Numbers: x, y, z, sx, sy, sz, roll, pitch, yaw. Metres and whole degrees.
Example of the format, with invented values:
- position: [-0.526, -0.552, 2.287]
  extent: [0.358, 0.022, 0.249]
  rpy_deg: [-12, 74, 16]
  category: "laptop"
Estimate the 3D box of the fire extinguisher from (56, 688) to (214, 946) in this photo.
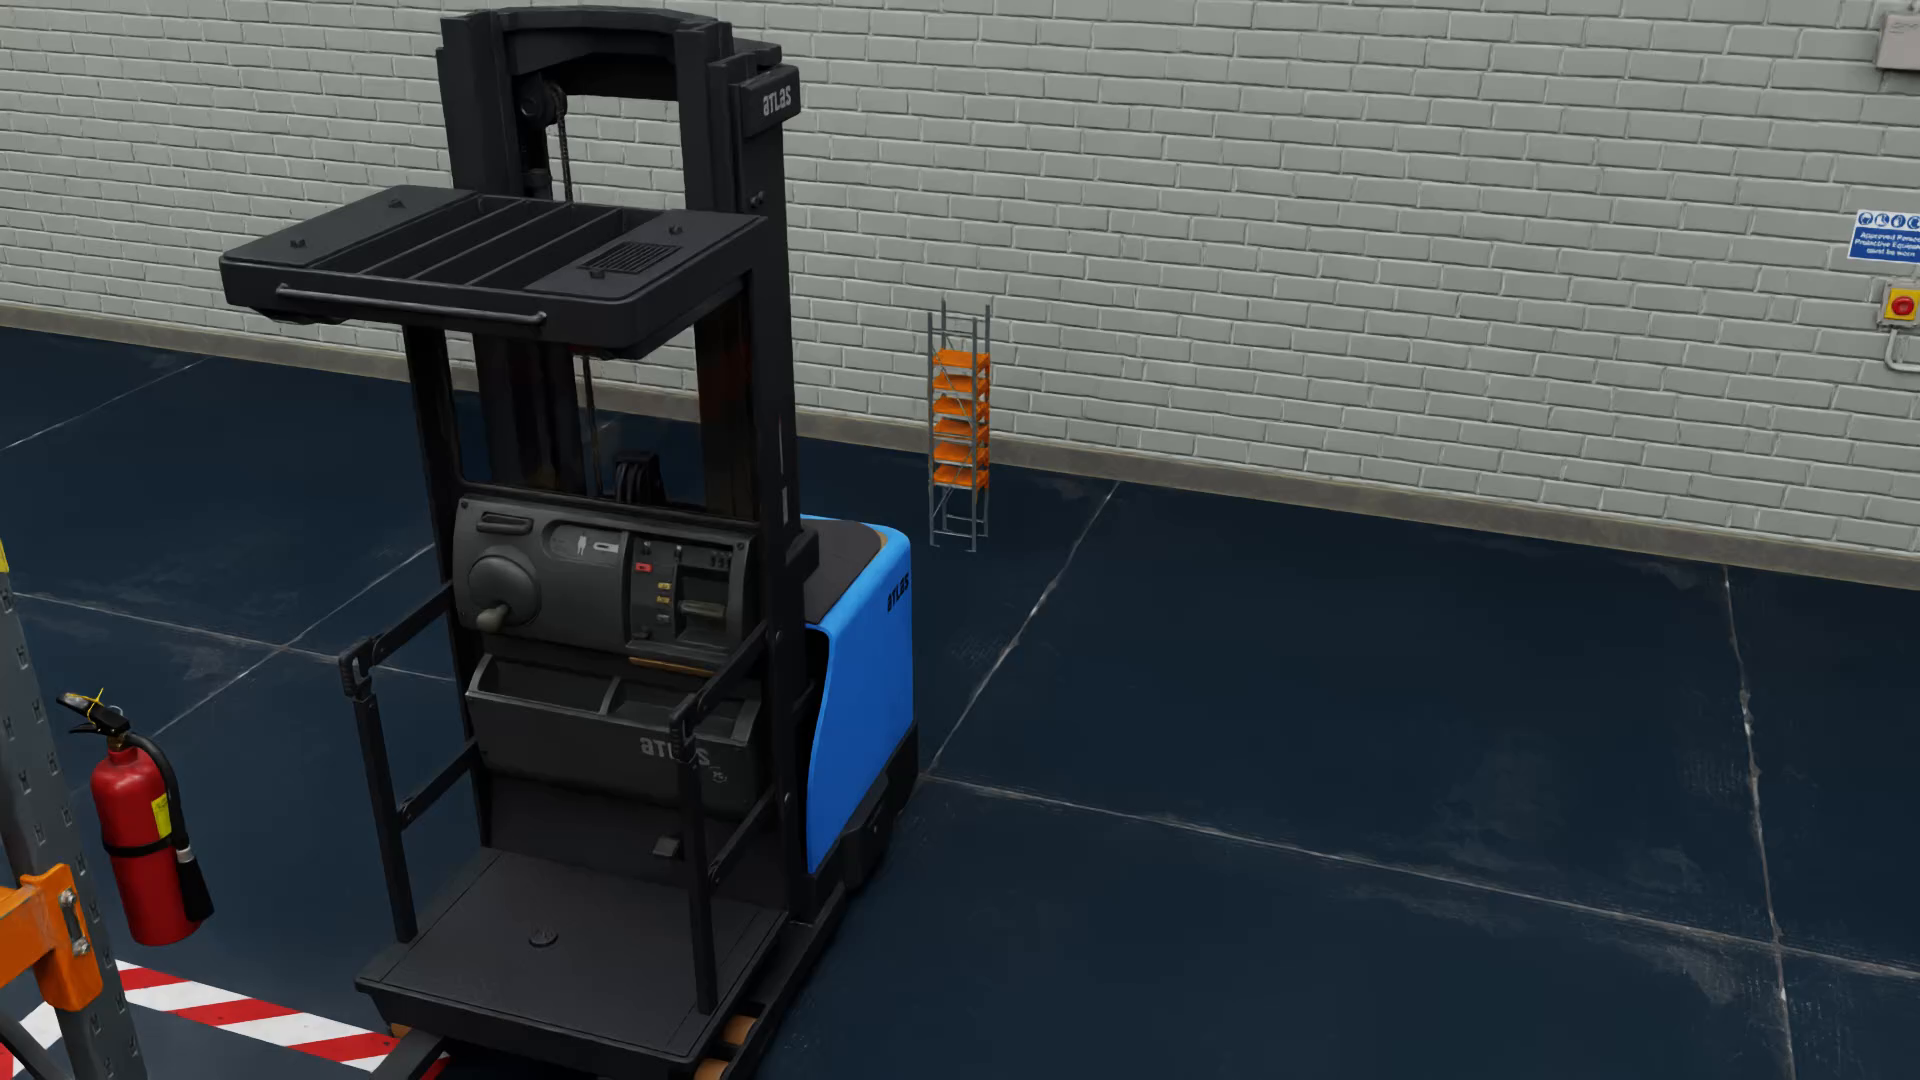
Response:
- position: [-1.963, 0.653, 3.976]
  extent: [0.296, 0.674, 0.183]
  rpy_deg: [9, 27, 17]
  category: "fire extinguisher"

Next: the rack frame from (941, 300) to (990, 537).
- position: [0.026, -0.572, 8.054]
  extent: [0.240, 1.200, 0.006]
  rpy_deg: [9, 27, 17]
  category: "rack frame"

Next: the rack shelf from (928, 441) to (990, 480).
- position: [-0.005, -0.386, 8.048]
  extent: [0.258, 0.103, 0.180]
  rpy_deg: [9, 27, 17]
  category: "rack shelf"

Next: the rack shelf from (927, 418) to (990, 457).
- position: [-0.005, -0.494, 7.996]
  extent: [0.258, 0.103, 0.180]
  rpy_deg: [9, 27, 17]
  category: "rack shelf"

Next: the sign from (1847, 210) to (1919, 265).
- position: [4.049, -1.311, 7.206]
  extent: [0.327, 0.218, 0.001]
  rpy_deg: [9, 27, 17]
  category: "sign"

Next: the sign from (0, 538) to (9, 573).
- position: [-1.965, -0.088, 3.298]
  extent: [0.100, 0.325, 0.005]
  rpy_deg: [9, 27, 17]
  category: "sign"

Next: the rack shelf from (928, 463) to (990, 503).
- position: [-0.005, -0.278, 8.100]
  extent: [0.258, 0.103, 0.180]
  rpy_deg: [9, 27, 17]
  category: "rack shelf"

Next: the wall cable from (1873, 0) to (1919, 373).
- position: [4.074, -1.629, 6.970]
  extent: [0.585, 1.953, 0.123]
  rpy_deg: [9, 27, 17]
  category: "wall cable"

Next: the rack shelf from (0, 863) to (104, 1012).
- position: [-3.148, 1.633, 2.262]
  extent: [1.077, 0.370, 4.000]
  rpy_deg: [9, 27, 17]
  category: "rack shelf"

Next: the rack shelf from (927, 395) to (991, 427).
- position: [-0.005, -0.602, 7.943]
  extent: [0.258, 0.103, 0.180]
  rpy_deg: [9, 27, 17]
  category: "rack shelf"

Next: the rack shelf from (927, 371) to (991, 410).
- position: [-0.005, -0.710, 7.891]
  extent: [0.258, 0.103, 0.180]
  rpy_deg: [9, 27, 17]
  category: "rack shelf"

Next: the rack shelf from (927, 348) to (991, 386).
- position: [-0.005, -0.818, 7.839]
  extent: [0.258, 0.103, 0.180]
  rpy_deg: [9, 27, 17]
  category: "rack shelf"

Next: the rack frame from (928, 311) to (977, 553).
- position: [-0.035, -0.496, 7.899]
  extent: [0.240, 1.200, 0.006]
  rpy_deg: [9, 27, 17]
  category: "rack frame"

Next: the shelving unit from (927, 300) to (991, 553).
- position: [-0.005, -0.534, 7.976]
  extent: [0.258, 1.200, 0.189]
  rpy_deg: [9, 27, 17]
  category: "shelving unit"

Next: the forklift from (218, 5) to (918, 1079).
- position: [-1.098, 0.151, 4.576]
  extent: [1.130, 2.935, 3.031]
  rpy_deg: [8, 27, 16]
  category: "forklift"
